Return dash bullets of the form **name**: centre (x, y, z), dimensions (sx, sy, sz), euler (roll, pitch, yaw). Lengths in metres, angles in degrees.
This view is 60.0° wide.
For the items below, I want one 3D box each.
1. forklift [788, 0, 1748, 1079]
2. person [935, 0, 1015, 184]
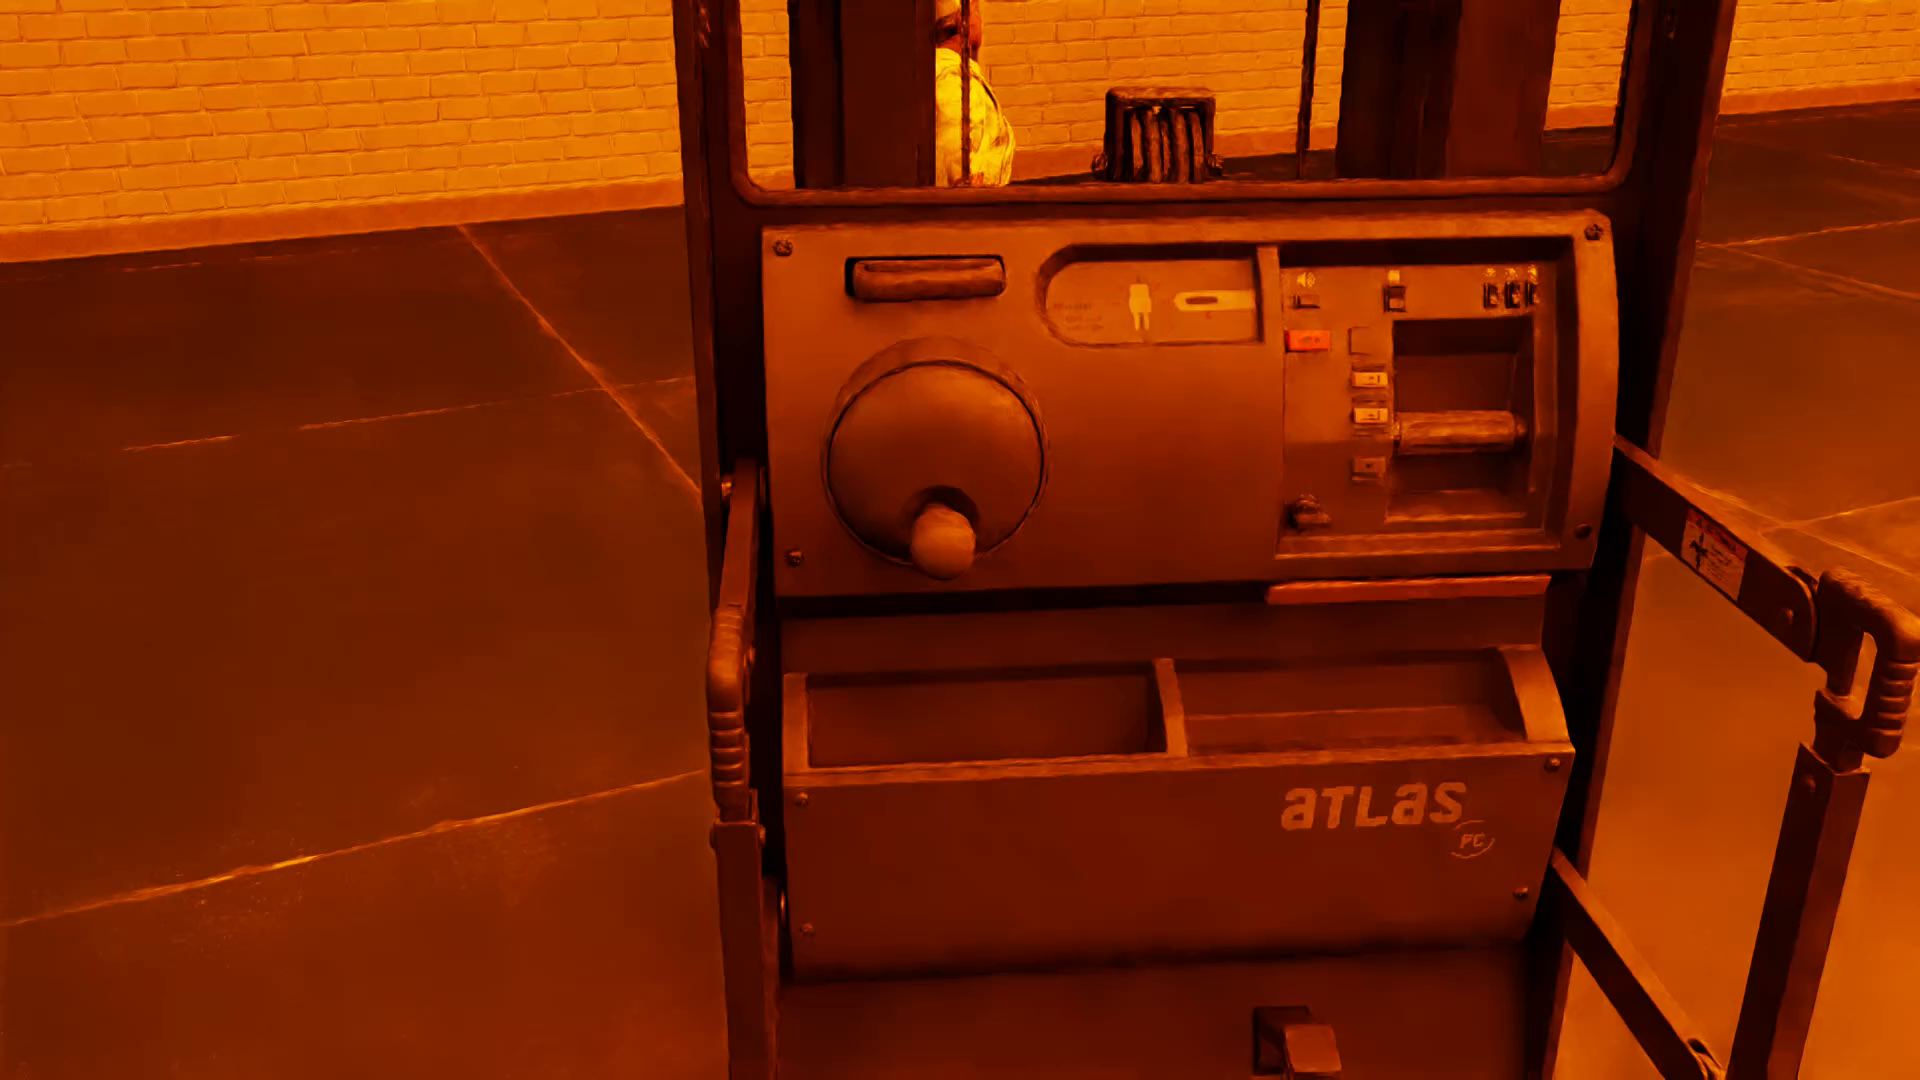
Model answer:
- **forklift**: centre (0.276, -0.134, 1.608), dimensions (1.130, 2.935, 3.031), euler (-2, 23, -5)
- **person**: centre (0.011, -0.817, 4.760), dimensions (0.393, 1.627, 0.512), euler (-10, 25, -23)
